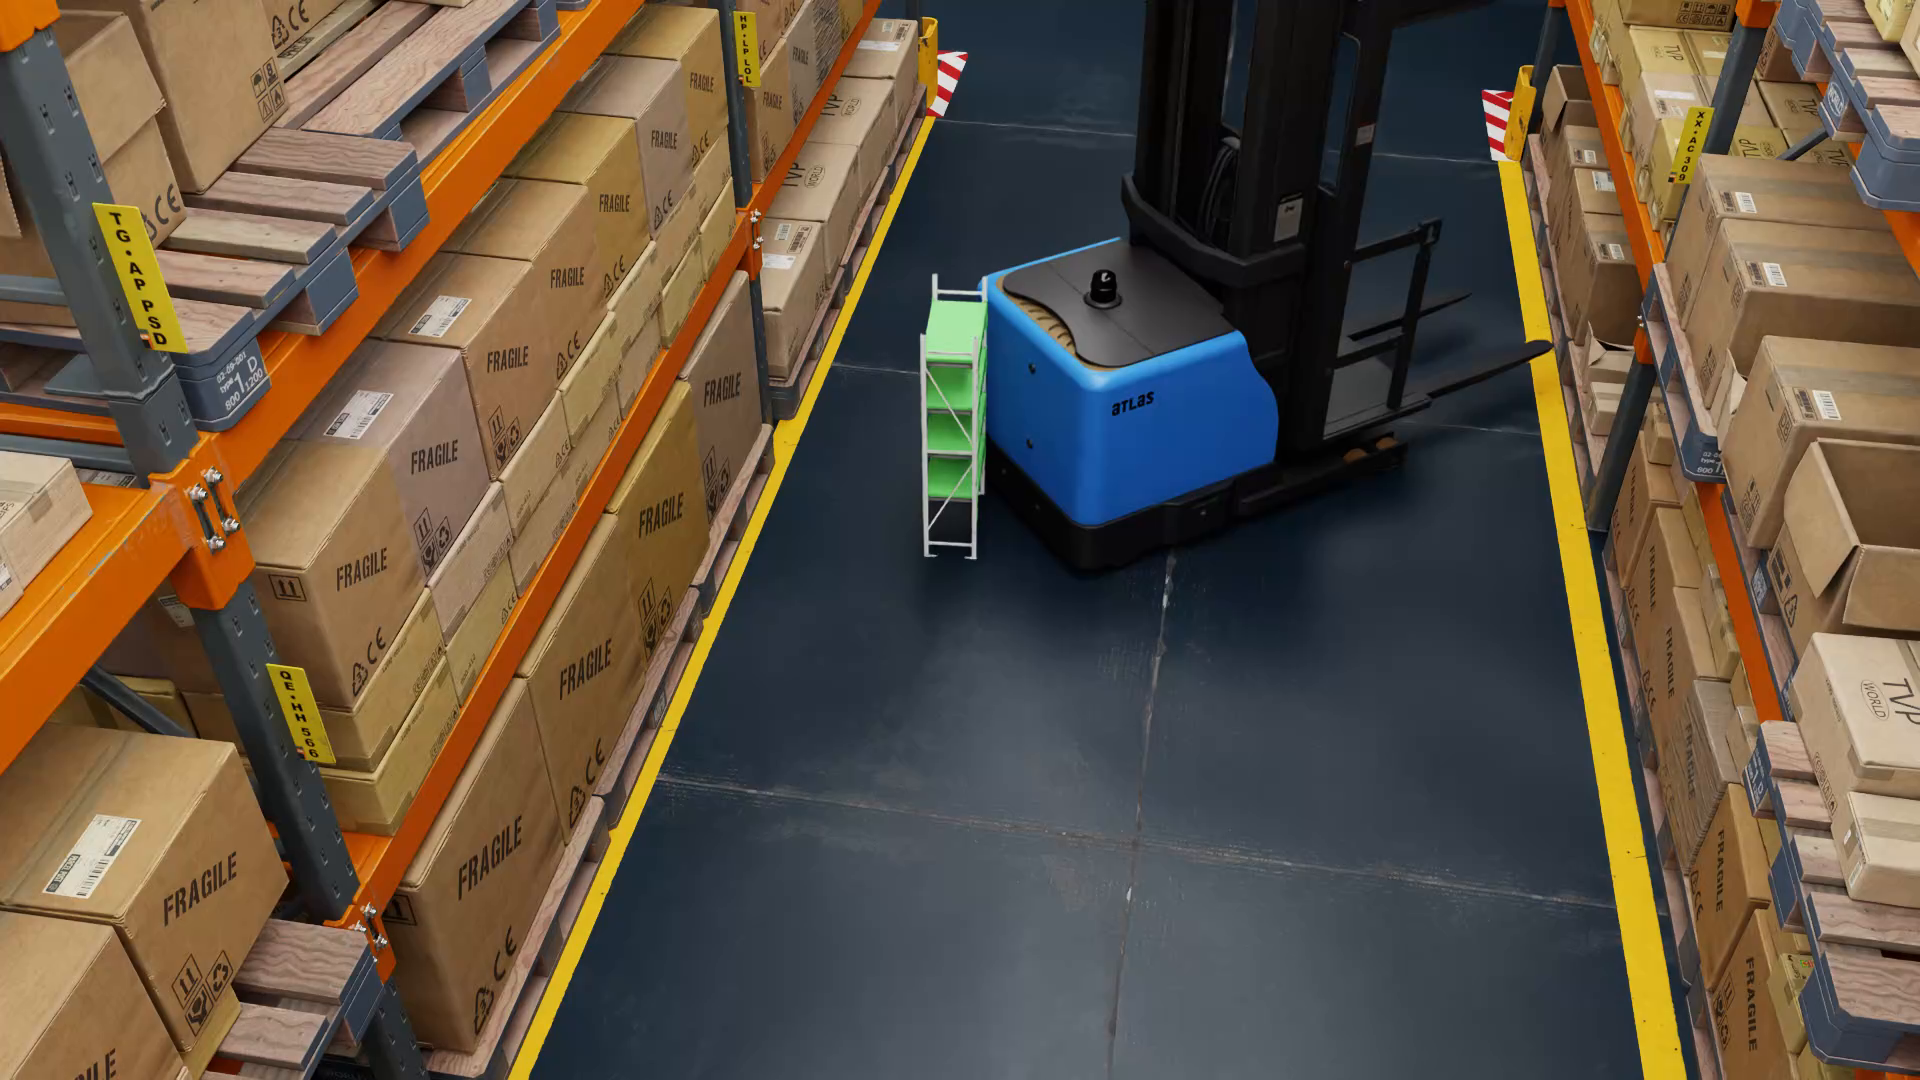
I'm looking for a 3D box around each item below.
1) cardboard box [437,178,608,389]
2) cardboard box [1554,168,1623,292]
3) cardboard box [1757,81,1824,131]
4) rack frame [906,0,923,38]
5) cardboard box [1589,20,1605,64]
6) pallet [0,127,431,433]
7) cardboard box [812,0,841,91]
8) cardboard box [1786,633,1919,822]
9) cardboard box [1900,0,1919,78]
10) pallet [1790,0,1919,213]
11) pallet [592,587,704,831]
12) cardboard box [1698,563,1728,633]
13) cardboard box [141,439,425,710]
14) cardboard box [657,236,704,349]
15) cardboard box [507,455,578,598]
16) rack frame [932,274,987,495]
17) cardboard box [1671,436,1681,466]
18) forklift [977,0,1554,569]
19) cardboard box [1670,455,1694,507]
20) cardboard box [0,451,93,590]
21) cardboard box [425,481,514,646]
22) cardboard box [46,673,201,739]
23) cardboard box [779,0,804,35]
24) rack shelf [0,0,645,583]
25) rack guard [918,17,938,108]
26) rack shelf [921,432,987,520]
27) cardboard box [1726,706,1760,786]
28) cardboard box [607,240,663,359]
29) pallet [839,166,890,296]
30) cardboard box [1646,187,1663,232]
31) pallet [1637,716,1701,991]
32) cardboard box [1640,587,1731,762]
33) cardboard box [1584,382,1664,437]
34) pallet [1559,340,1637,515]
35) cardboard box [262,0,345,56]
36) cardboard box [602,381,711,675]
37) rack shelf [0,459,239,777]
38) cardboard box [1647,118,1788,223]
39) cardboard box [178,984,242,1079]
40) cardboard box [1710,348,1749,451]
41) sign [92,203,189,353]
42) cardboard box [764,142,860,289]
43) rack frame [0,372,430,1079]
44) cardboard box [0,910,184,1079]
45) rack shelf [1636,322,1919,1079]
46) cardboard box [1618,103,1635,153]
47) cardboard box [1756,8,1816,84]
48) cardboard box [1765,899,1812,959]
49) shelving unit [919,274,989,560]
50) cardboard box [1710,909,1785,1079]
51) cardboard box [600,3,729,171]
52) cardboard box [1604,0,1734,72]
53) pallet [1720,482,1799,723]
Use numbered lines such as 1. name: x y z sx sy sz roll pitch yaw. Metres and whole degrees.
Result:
1. cardboard box: -1.539 -0.872 5.587 0.500 0.500 0.500 7 40 8
2. cardboard box: 3.562 -1.662 9.038 0.500 0.500 0.500 7 40 8
3. cardboard box: 3.877 -1.832 7.497 0.500 0.250 0.500 6 40 7
4. rack frame: -0.752 -4.234 10.517 1.000 3.000 0.127 6 40 8
5. cardboard box: 3.538 -2.614 8.754 0.380 0.149 0.250 5 40 6
6. pallet: -2.077 -0.707 4.045 1.213 0.211 1.003 8 40 10
7. cardboard box: -0.922 -2.655 8.529 0.500 0.500 0.500 7 40 8
8. cardboard box: 2.617 0.529 4.544 0.500 0.250 0.500 5 40 6
9. cardboard box: 2.761 -1.328 4.437 0.380 0.149 0.250 7 40 9
10. pallet: 3.087 -1.210 4.653 1.213 0.211 1.003 6 40 8
11. pallet: -1.712 0.611 6.845 1.003 0.211 1.213 6 40 8
12. cardboard box: 3.002 0.239 6.230 0.380 0.149 0.250 6 40 8
13. cardboard box: -1.810 0.080 4.436 0.500 0.500 0.500 5 40 6
14. cardboard box: -1.363 -1.037 6.768 0.500 0.250 0.500 6 40 7
15. cardboard box: -1.636 -0.088 5.620 0.500 0.250 0.500 8 40 9
16. rack frame: -0.001 -0.691 7.644 0.240 1.200 0.015 3 40 4
17. cardboard box: 3.123 -0.378 6.743 0.380 0.149 0.250 5 40 6
18. forklift: 1.600 -1.681 7.483 3.031 2.935 1.130 -20 43 -22
19. cardboard box: 3.149 -0.249 6.821 0.380 0.149 0.250 5 40 6
20. cardboard box: -1.984 -0.052 3.302 0.380 0.149 0.250 6 40 8
21. cardboard box: -1.715 0.036 5.077 0.500 0.250 0.500 7 40 9
22. cardboard box: -2.303 0.319 4.735 0.500 0.250 0.500 6 40 8
23. cardboard box: -1.030 -2.736 7.842 0.500 0.500 0.500 6 40 7
24. rack shelf: -1.790 -1.348 5.236 1.077 0.370 4.000 6 40 8
25. rack guard: -0.748 -3.286 11.332 1.175 0.500 0.348 6 40 8
26. rack shelf: -0.023 -0.301 7.650 0.258 0.148 0.480 3 40 4
27. cardboard box: 2.846 0.716 5.653 0.380 0.149 0.250 5 40 6
28. cardboard box: -1.444 -0.915 6.228 0.500 0.250 0.500 7 40 9
29. pallet: -1.027 -1.886 9.865 1.003 0.211 1.213 6 40 8
30. cardboard box: 3.275 -1.476 7.378 0.380 0.149 0.250 7 40 9
31. pallet: 3.133 1.178 6.159 1.003 0.211 1.213 6 40 8
32. cardboard box: 2.967 0.549 6.364 0.500 0.500 0.500 5 40 6
33. cardboard box: 3.252 -0.624 8.059 0.380 0.149 0.250 5 40 6
34. pallet: 3.565 -0.535 8.232 1.003 0.211 1.213 6 40 8
35. cardboard box: -2.117 -1.708 4.700 0.500 0.500 0.500 7 40 8
36. cardboard box: -1.621 -0.101 6.856 0.875 0.875 0.875 7 40 9
37. rack shelf: -2.483 1.163 2.200 1.077 0.370 4.000 6 40 8
38. cardboard box: 3.293 -1.582 7.194 0.500 0.250 0.500 7 40 9
39. cardboard box: -1.937 1.129 3.898 0.380 0.149 0.250 7 40 8
40. cardboard box: 2.827 -0.460 5.728 0.396 0.266 0.258 8 40 10
41. sign: -1.602 -0.508 3.250 0.100 0.325 0.005 6 40 8
42. cardboard box: -1.076 -1.843 9.306 0.875 0.438 0.875 5 40 6
43. rack frame: -2.137 0.786 4.445 1.000 3.000 0.127 6 40 8
44. cardboard box: -2.020 1.113 3.408 0.500 0.500 0.500 6 40 7
45. rack shelf: 3.099 0.353 5.533 1.077 0.370 4.000 6 40 8
46. cardboard box: 3.385 -1.967 7.972 0.380 0.149 0.250 6 40 7
47. cardboard box: 3.965 -2.430 7.631 0.500 0.500 0.500 5 40 6
48. cardboard box: 2.695 1.210 5.056 0.380 0.149 0.250 5 40 6
49. shelving unit: -0.023 -0.536 7.456 0.258 1.200 0.503 3 40 4
50. cardboard box: 2.711 1.531 5.177 0.500 0.500 0.500 6 40 7
51. cardboard box: -1.274 -1.840 6.758 0.500 0.500 0.500 8 40 9
52. cardboard box: 3.554 -2.533 8.344 0.500 0.250 0.500 5 40 7
53. pallet: 3.085 0.184 5.324 1.003 0.211 1.213 6 40 8
